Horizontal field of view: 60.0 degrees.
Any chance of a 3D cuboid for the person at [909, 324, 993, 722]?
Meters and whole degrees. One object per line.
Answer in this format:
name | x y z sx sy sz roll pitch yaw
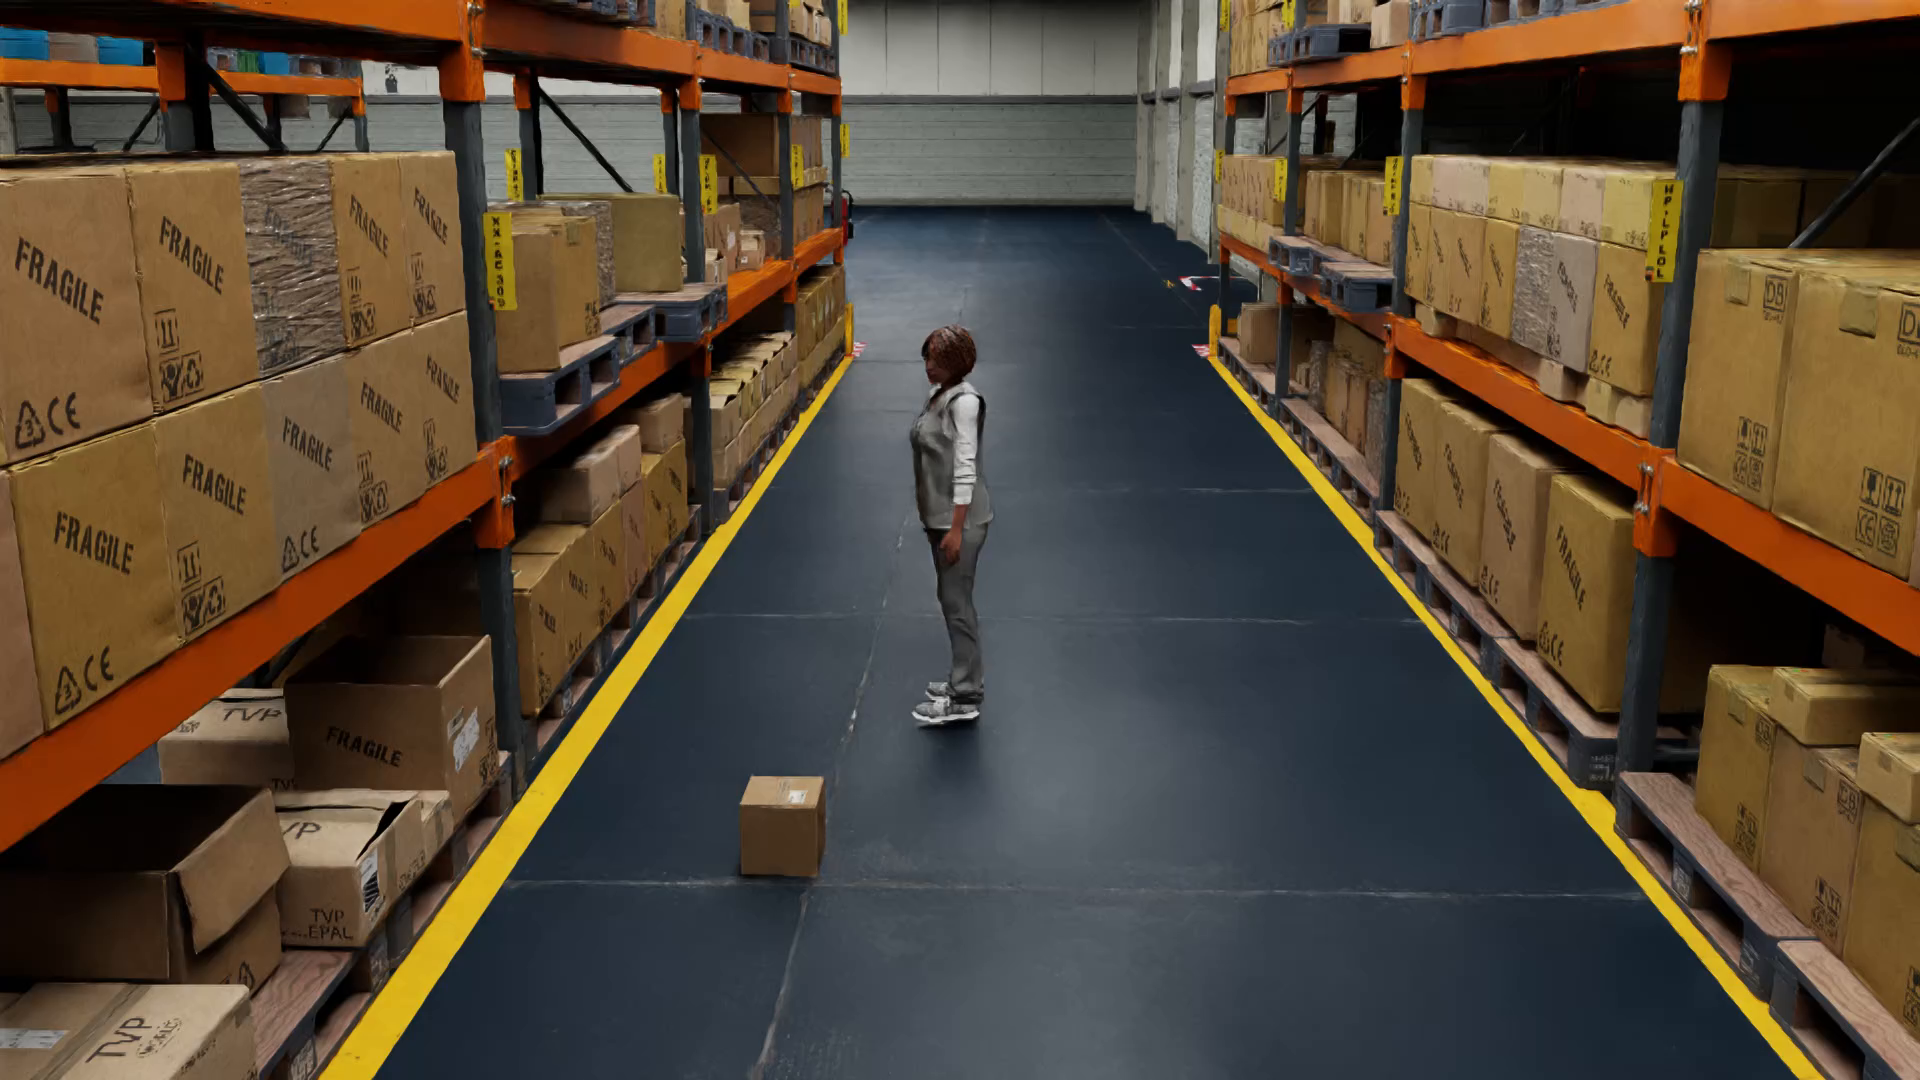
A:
person | -0.044 -0.062 6.668 0.331 1.606 0.488 -3 14 -11
